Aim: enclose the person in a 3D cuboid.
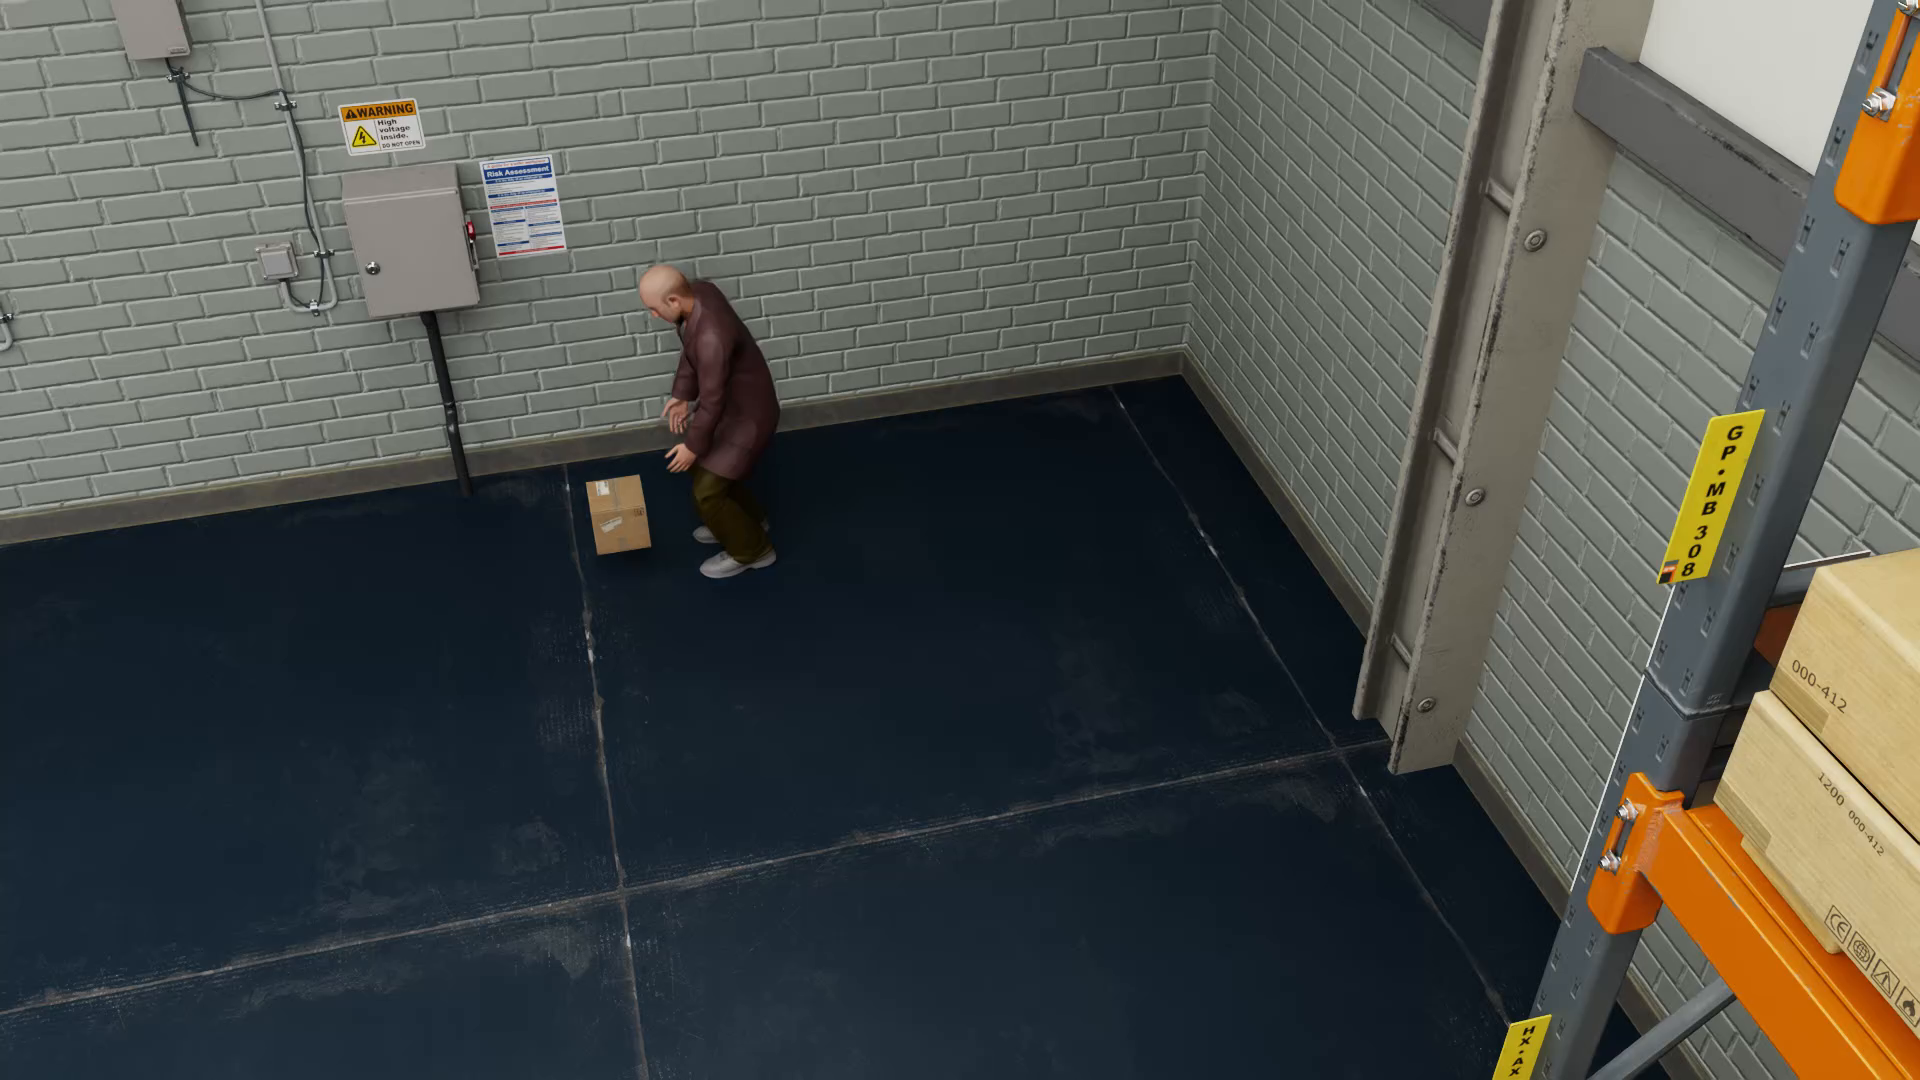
[{"bbox_3d":[-1.101,-0.555,7.594,0.564,1.605,0.620,-9,39,-11],"label":"person"}]
